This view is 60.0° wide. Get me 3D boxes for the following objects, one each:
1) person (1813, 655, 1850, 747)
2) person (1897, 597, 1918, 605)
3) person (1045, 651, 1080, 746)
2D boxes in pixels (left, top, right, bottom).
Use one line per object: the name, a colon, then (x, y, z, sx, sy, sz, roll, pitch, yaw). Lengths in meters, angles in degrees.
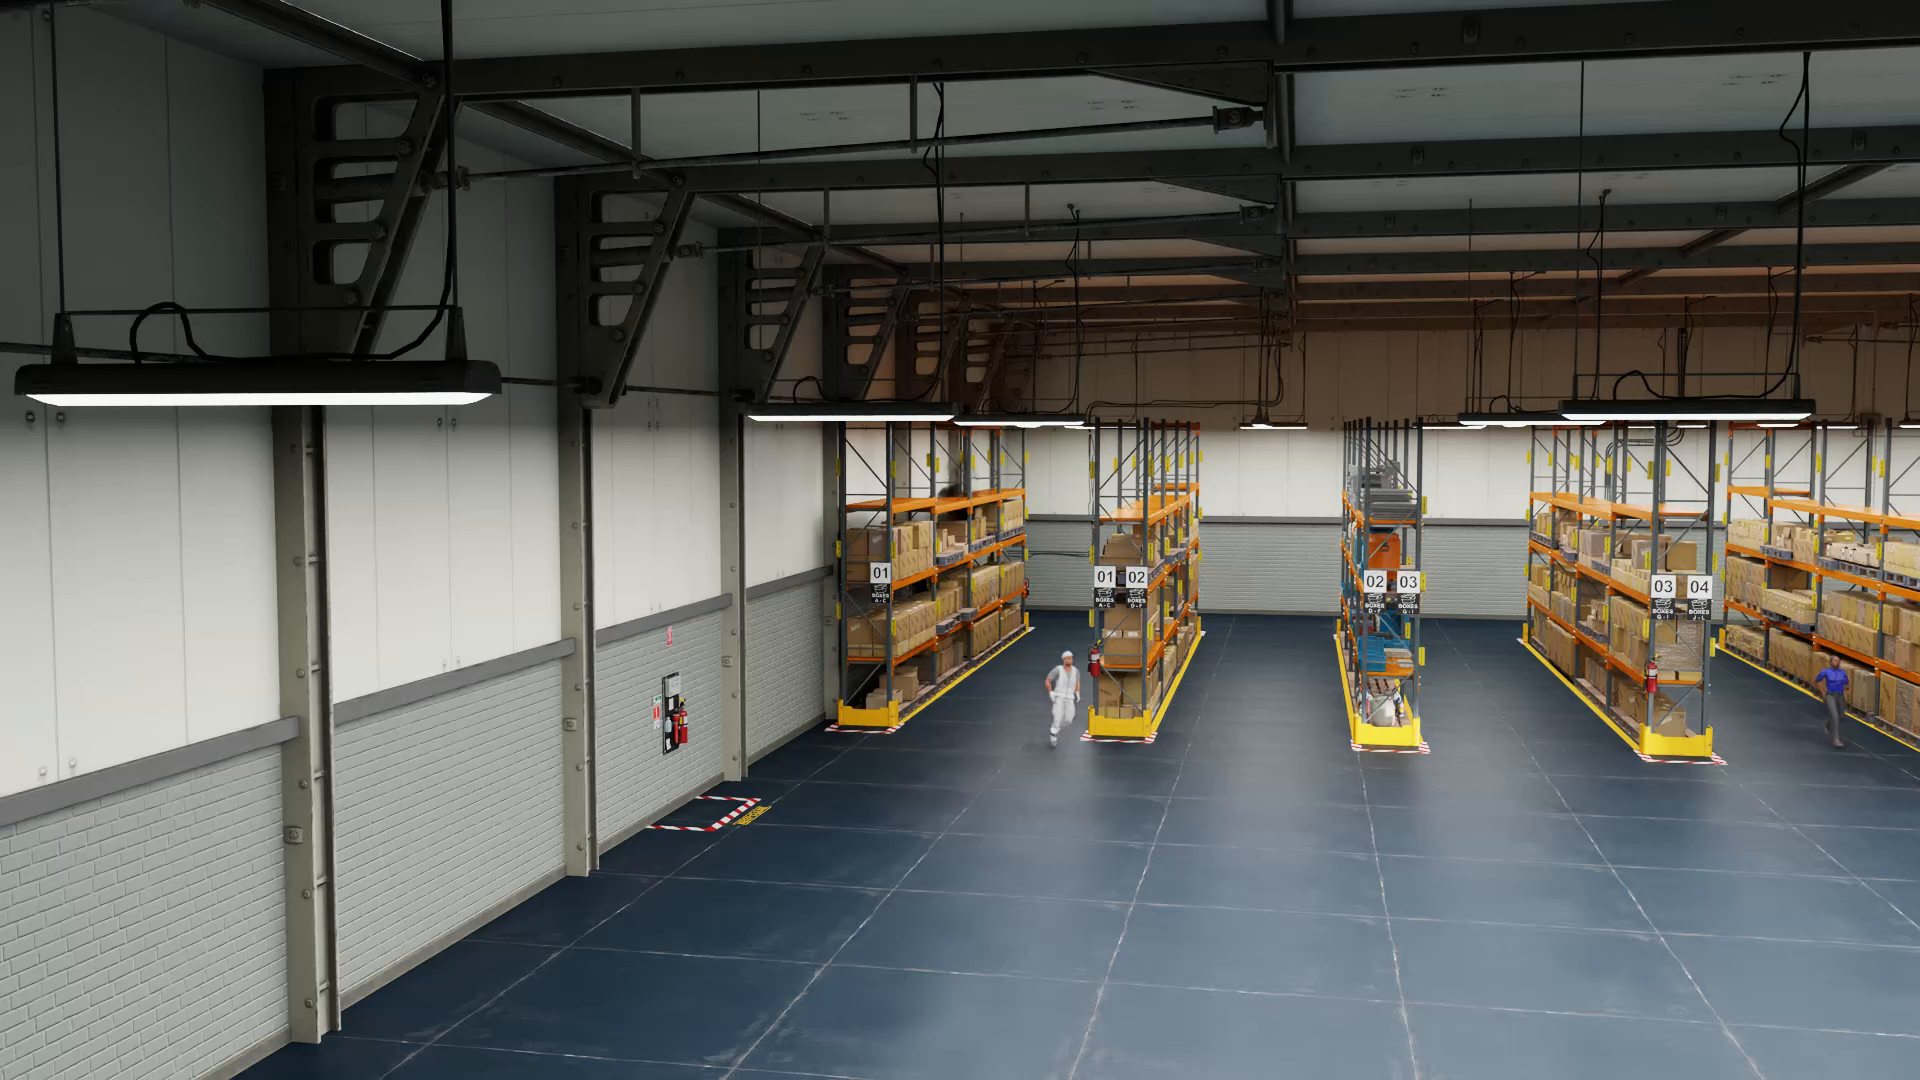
person: (16.024, 2.923, 30.513, 0.588, 1.624, 0.831, 0, 4, -1)
person: (25.496, 1.960, 44.466, 0.809, 1.803, 0.719, 1, 4, 18)
person: (1.905, 2.890, 30.456, 0.704, 1.713, 0.564, -1, 4, -17)
